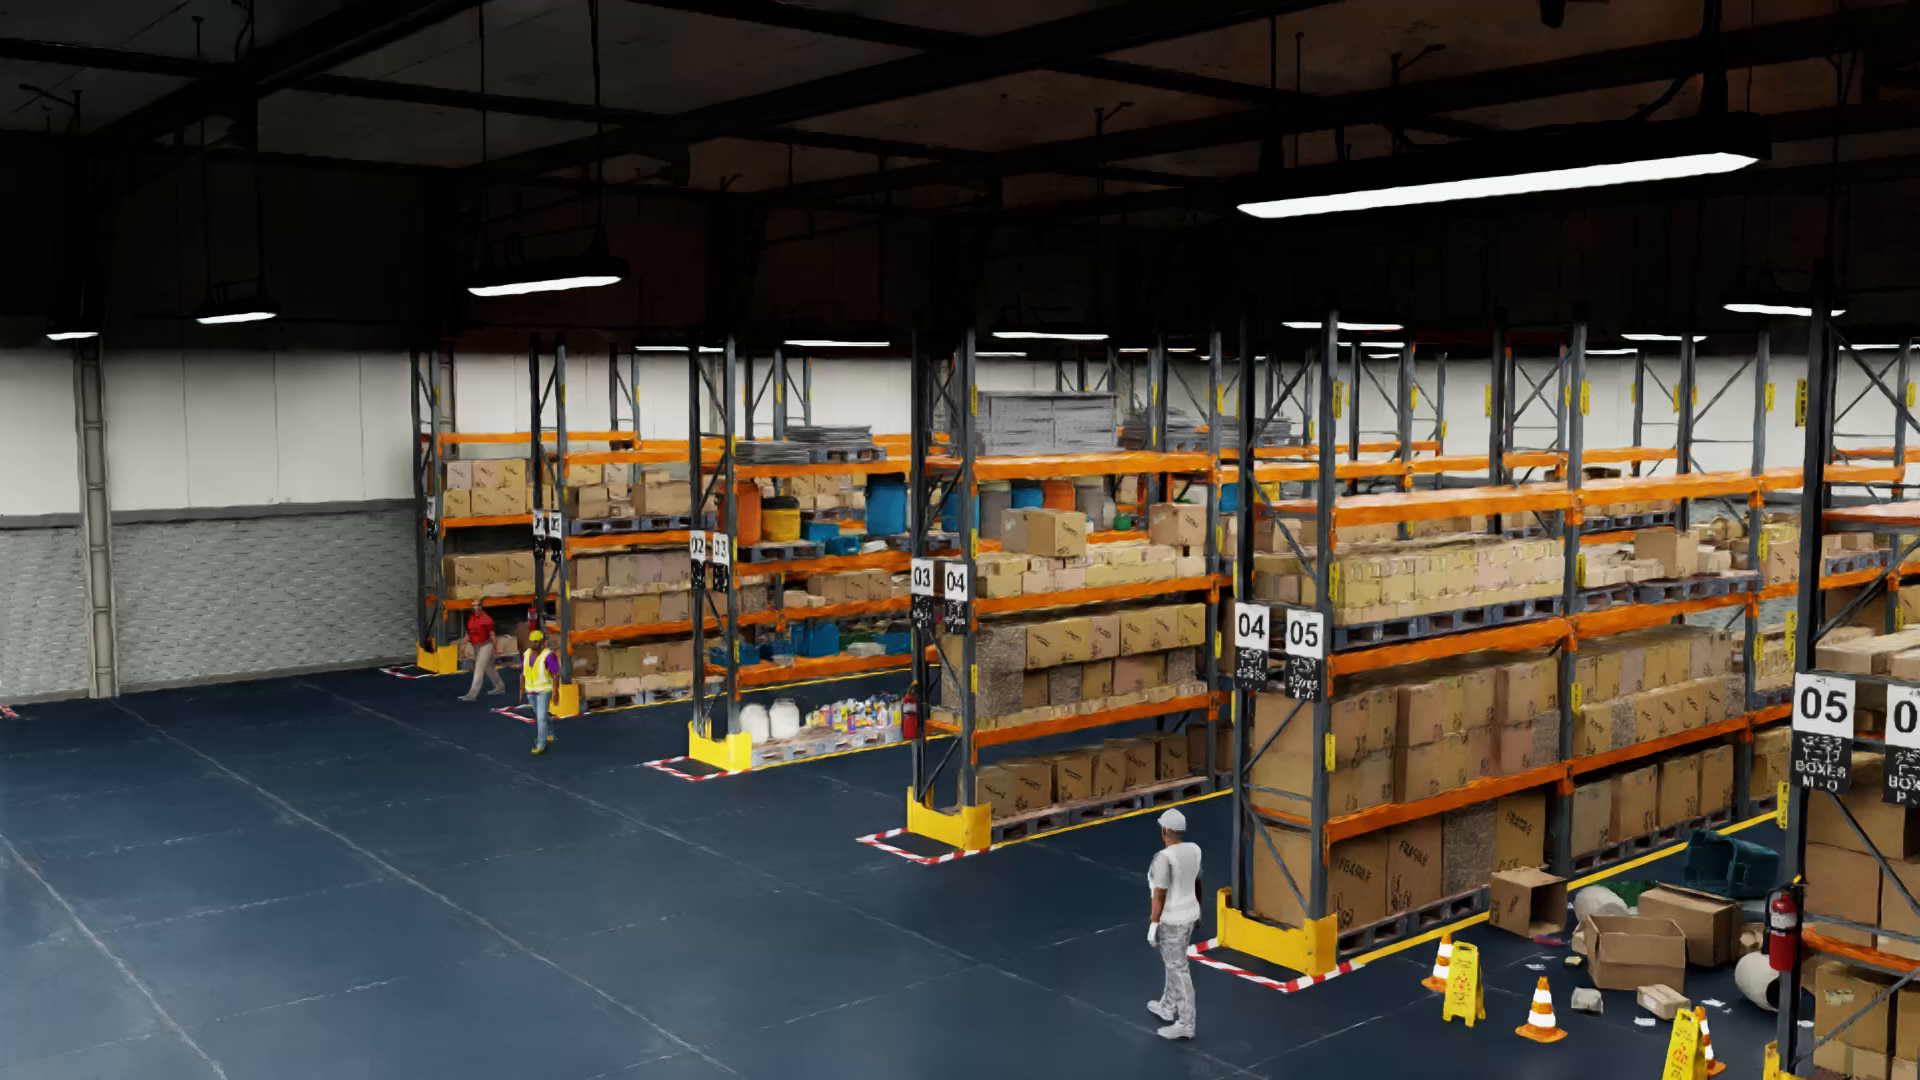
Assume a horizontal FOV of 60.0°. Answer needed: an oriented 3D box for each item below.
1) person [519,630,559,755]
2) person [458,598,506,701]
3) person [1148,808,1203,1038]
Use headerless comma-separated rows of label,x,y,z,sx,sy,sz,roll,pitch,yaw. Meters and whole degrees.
person,-5.971,2.126,23.540,0.591,1.739,0.939,2,6,24
person,-7.928,1.787,27.424,0.536,1.657,1.024,5,7,42
person,1.706,3.040,13.399,0.629,1.786,0.685,4,7,37
